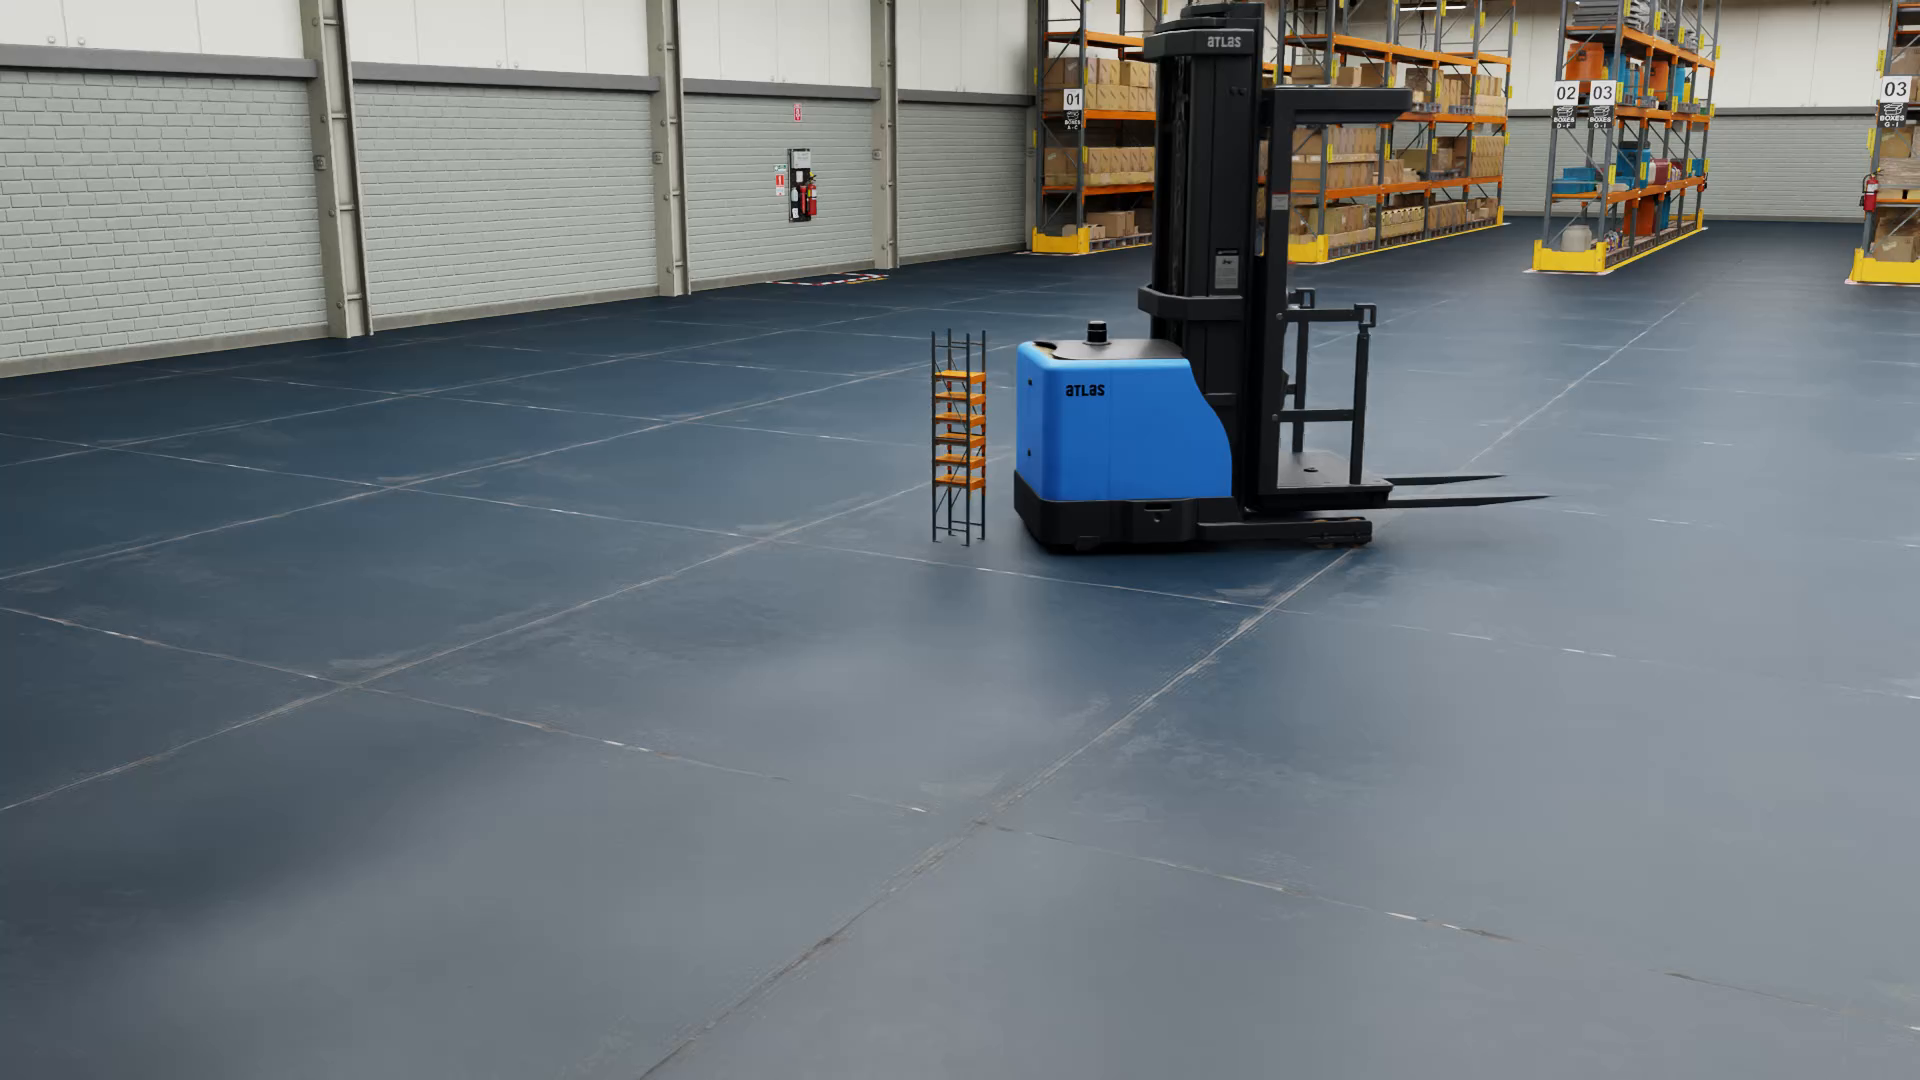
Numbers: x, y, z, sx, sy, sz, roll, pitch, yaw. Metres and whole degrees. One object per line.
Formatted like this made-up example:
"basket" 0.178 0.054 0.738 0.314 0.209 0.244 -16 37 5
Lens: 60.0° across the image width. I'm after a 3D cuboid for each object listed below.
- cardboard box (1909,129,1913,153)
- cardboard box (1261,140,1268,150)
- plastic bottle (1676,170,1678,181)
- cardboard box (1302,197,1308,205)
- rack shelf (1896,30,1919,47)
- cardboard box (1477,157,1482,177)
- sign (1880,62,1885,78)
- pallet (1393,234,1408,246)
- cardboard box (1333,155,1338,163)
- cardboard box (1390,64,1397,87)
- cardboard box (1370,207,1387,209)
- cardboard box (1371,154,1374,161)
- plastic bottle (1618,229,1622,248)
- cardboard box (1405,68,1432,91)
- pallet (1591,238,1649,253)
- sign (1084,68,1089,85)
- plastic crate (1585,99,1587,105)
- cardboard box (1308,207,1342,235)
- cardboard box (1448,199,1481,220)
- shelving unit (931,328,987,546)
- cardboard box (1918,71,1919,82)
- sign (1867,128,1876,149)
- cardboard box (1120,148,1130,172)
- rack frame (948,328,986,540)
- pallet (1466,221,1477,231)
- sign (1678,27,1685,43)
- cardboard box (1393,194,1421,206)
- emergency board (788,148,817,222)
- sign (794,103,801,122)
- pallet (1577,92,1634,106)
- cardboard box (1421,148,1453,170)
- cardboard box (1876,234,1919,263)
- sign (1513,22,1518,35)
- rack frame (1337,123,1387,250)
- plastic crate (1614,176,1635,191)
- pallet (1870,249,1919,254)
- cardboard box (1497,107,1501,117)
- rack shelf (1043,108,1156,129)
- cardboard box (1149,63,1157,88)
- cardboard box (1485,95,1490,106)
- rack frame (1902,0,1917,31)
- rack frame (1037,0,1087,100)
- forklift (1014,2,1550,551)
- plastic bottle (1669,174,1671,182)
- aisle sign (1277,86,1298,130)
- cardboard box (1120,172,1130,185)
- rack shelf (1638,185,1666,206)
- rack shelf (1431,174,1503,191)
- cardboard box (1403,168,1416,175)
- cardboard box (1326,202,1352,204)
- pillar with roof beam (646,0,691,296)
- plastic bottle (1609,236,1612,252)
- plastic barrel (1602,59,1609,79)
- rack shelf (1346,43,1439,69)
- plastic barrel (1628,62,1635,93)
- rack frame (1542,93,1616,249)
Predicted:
"cardboard box" 15.793 -6.741 28.114 0.500 0.500 0.500 7 15 28
"cardboard box" 7.549 -10.098 42.530 0.500 0.250 0.500 8 16 29
"plastic bottle" 16.395 -8.384 38.176 0.152 0.276 0.135 7 15 28
"cardboard box" 9.247 -9.312 46.195 0.700 0.500 0.500 7 15 28
"rack shelf" 17.914 -9.217 30.954 1.077 0.370 4.000 7 15 28
"cardboard box" 12.874 -9.427 42.022 0.500 0.500 0.500 8 16 29
"sign" 16.460 -8.398 29.623 0.100 0.325 0.005 7 15 28
"pallet" 9.188 -6.609 36.497 1.003 0.211 1.213 7 15 28
"cardboard box" 6.969 -7.263 31.661 0.380 0.149 0.250 7 15 28
"cardboard box" 8.865 -9.753 35.013 0.500 0.500 0.500 9 16 33
"cardboard box" 9.205 -7.231 36.902 0.500 0.311 0.500 7 15 27
"cardboard box" 8.212 -7.791 33.853 0.380 0.149 0.250 7 15 27
"plastic bottle" 12.552 -5.757 31.727 0.144 0.351 0.185 7 15 27
"cardboard box" 10.427 -10.460 37.774 0.500 0.500 0.500 7 15 28
"pallet" 13.546 -6.057 34.207 1.003 0.211 1.213 7 15 28
"sign" 2.480 -9.119 32.695 0.100 0.325 0.005 7 15 28
"plastic crate" 11.336 -8.051 30.162 0.392 0.384 0.575 7 15 28
"cardboard box" 7.037 -6.157 32.042 0.500 0.500 0.500 7 15 28
"cardboard box" 13.048 -8.585 43.133 0.797 0.503 0.637 7 15 28
"shelving unit" -0.007 -0.580 9.381 0.258 1.200 0.189 7 15 28
"cardboard box" 16.953 -8.208 28.864 0.500 0.500 0.500 7 15 26
"sign" 14.537 -6.397 26.525 0.100 0.325 0.005 7 15 28
"cardboard box" 3.241 -7.976 34.893 0.500 0.500 0.500 8 16 30
"rack frame" 0.037 -0.599 9.458 0.240 1.200 0.006 7 15 28
"pallet" 12.477 -7.984 42.201 1.003 0.211 1.213 7 15 28
"sign" 15.030 -10.515 34.638 0.100 0.325 0.005 7 15 28
"cardboard box" 10.481 -7.972 38.996 0.500 0.250 0.500 8 16 30
"emergency board" -2.542 -5.806 27.214 0.194 1.169 0.643 7 15 28
"sign" -2.633 -6.942 26.983 0.001 0.298 0.199 7 15 28
"pallet" 11.163 -7.700 29.076 1.003 0.211 1.213 7 15 28
"cardboard box" 11.720 -9.380 40.932 0.700 0.500 0.500 2 14 9
"cardboard box" 15.330 -4.729 27.187 0.500 0.500 0.500 11 17 38
"sign" 14.554 -13.400 43.585 0.100 0.325 0.005 7 15 28
"rack frame" 8.277 -7.558 34.483 1.000 3.000 0.127 7 15 28
"plastic crate" 12.314 -6.666 31.100 0.499 0.251 0.616 7 15 28
"pallet" 17.322 -5.239 30.814 1.003 0.211 1.213 7 15 28
"cardboard box" 13.809 -11.168 43.379 0.500 0.250 0.500 7 15 28
"rack shelf" 2.972 -8.816 34.838 1.077 0.370 4.000 7 15 28
"cardboard box" 3.934 -9.987 35.771 0.500 0.500 0.500 6 15 23
"cardboard box" 13.089 -11.103 42.041 0.500 0.250 0.500 7 15 28
"rack frame" 22.748 -11.813 39.333 1.000 3.000 0.127 7 15 28
"rack frame" 2.005 -10.214 32.700 1.000 3.000 0.127 7 15 28
"forklift" 1.882 -1.495 9.483 3.031 2.935 1.130 -2 14 -7
"plastic bottle" 15.708 -8.093 36.967 0.152 0.276 0.135 7 15 28
"aisle sign" 6.055 -8.021 30.856 0.394 0.787 0.004 7 15 28
"cardboard box" 3.255 -7.614 34.993 0.500 0.250 0.500 8 15 29
"rack shelf" 13.578 -7.056 33.938 1.077 0.370 4.000 7 15 28
"rack shelf" 13.111 -9.260 43.077 1.077 0.370 4.000 7 15 28
"cardboard box" 9.997 -8.265 37.608 0.500 0.311 0.500 9 16 32
"cardboard box" 7.779 -6.730 34.420 0.500 0.500 0.500 7 15 28
"pillar with roof beam" -0.446 -7.506 21.467 9.100 9.000 0.400 7 15 28
"plastic bottle" 11.952 -5.450 30.595 0.061 0.283 0.133 8 16 29
"plastic barrel" 11.118 -8.177 29.355 0.600 0.588 0.600 0 14 0
"rack shelf" 9.244 -10.340 35.613 1.077 0.370 4.000 7 15 28
"plastic barrel" 12.983 -8.961 32.833 0.600 0.901 0.600 0 14 0
"rack frame" 10.678 -6.175 28.747 1.000 3.000 0.127 7 15 28
